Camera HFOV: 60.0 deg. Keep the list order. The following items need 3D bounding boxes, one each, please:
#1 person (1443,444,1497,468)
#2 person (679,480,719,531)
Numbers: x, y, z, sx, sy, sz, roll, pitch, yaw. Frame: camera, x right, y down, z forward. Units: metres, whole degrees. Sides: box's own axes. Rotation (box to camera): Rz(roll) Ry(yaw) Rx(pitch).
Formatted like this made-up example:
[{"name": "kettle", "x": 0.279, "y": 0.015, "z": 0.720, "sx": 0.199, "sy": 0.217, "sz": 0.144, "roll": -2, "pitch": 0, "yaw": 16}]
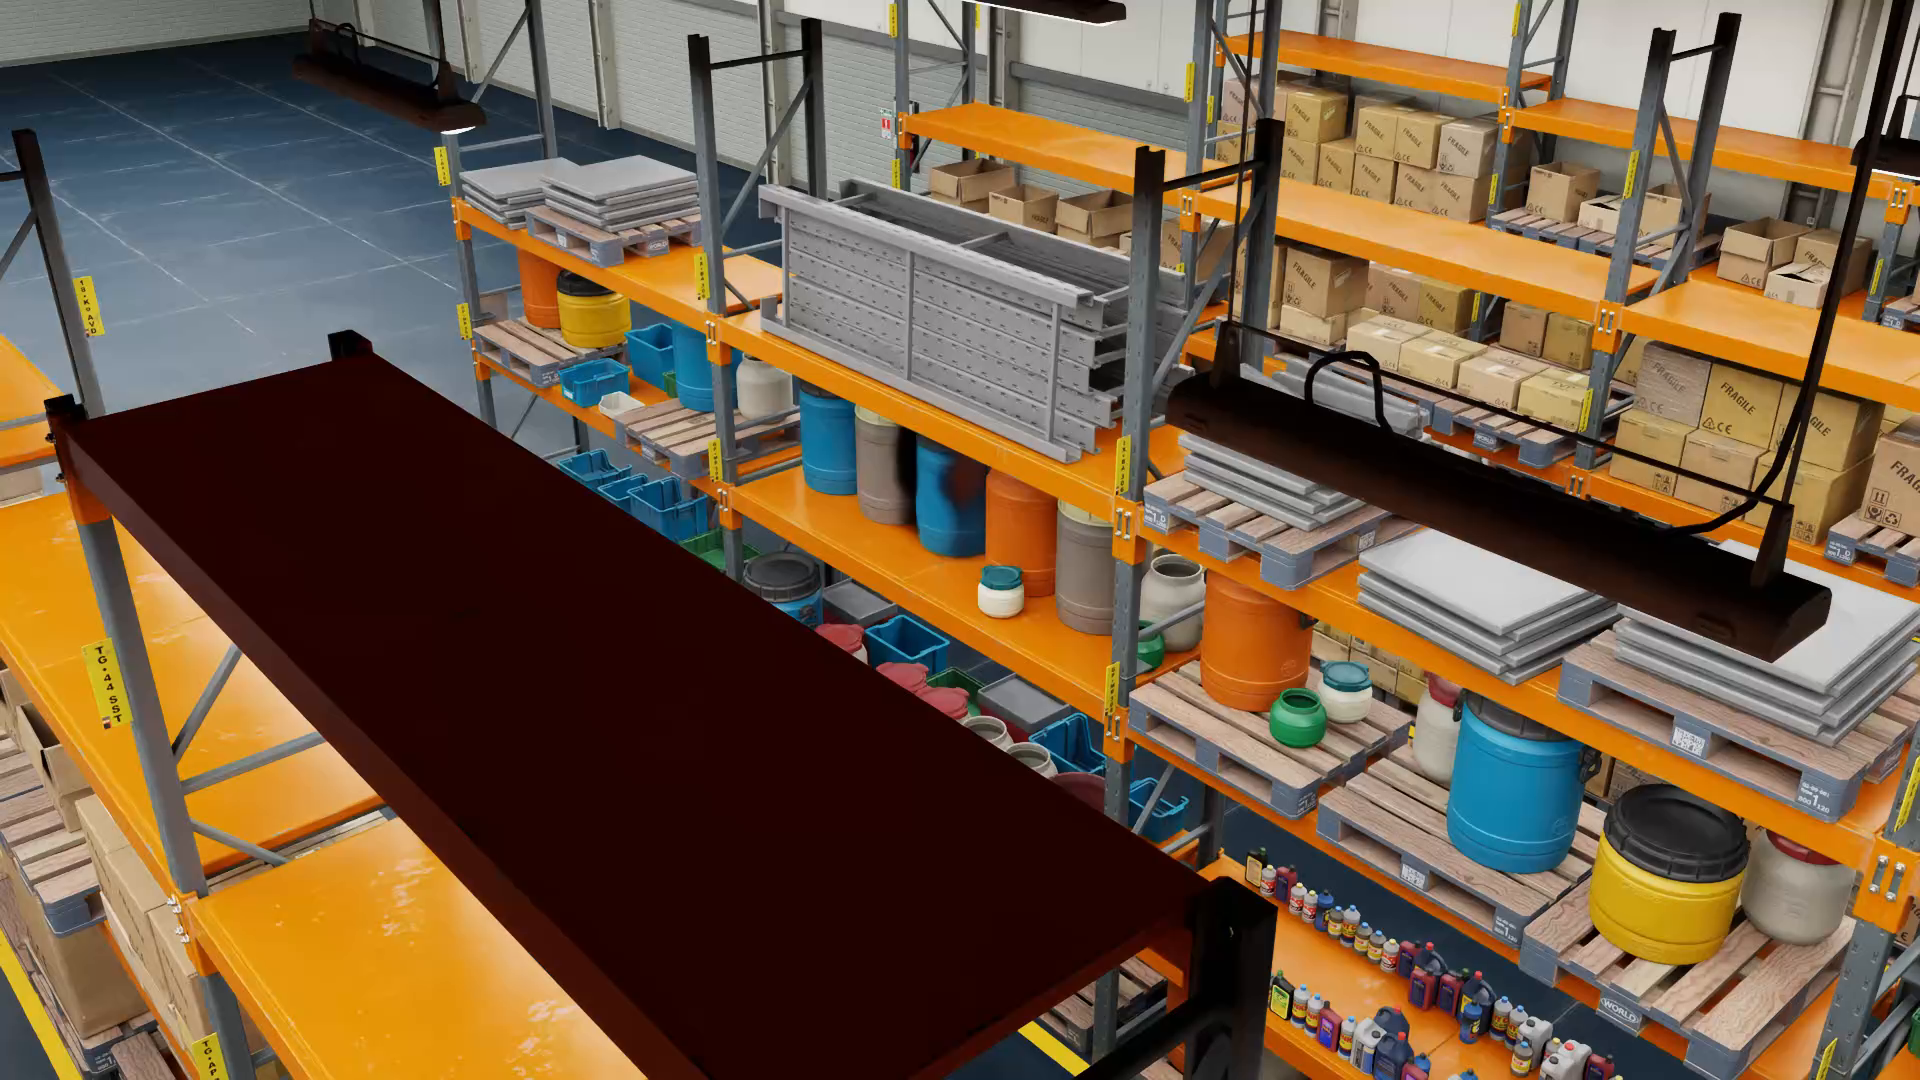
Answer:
[{"name": "person", "x": 5.330, "y": -0.822, "z": 17.428, "sx": 0.539, "sy": 1.565, "sz": 0.650, "roll": -2, "pitch": 27, "yaw": -4}, {"name": "person", "x": -2.624, "y": -0.557, "z": 16.776, "sx": 0.498, "sy": 1.734, "sz": 0.670, "roll": -15, "pitch": 30, "yaw": -26}]
